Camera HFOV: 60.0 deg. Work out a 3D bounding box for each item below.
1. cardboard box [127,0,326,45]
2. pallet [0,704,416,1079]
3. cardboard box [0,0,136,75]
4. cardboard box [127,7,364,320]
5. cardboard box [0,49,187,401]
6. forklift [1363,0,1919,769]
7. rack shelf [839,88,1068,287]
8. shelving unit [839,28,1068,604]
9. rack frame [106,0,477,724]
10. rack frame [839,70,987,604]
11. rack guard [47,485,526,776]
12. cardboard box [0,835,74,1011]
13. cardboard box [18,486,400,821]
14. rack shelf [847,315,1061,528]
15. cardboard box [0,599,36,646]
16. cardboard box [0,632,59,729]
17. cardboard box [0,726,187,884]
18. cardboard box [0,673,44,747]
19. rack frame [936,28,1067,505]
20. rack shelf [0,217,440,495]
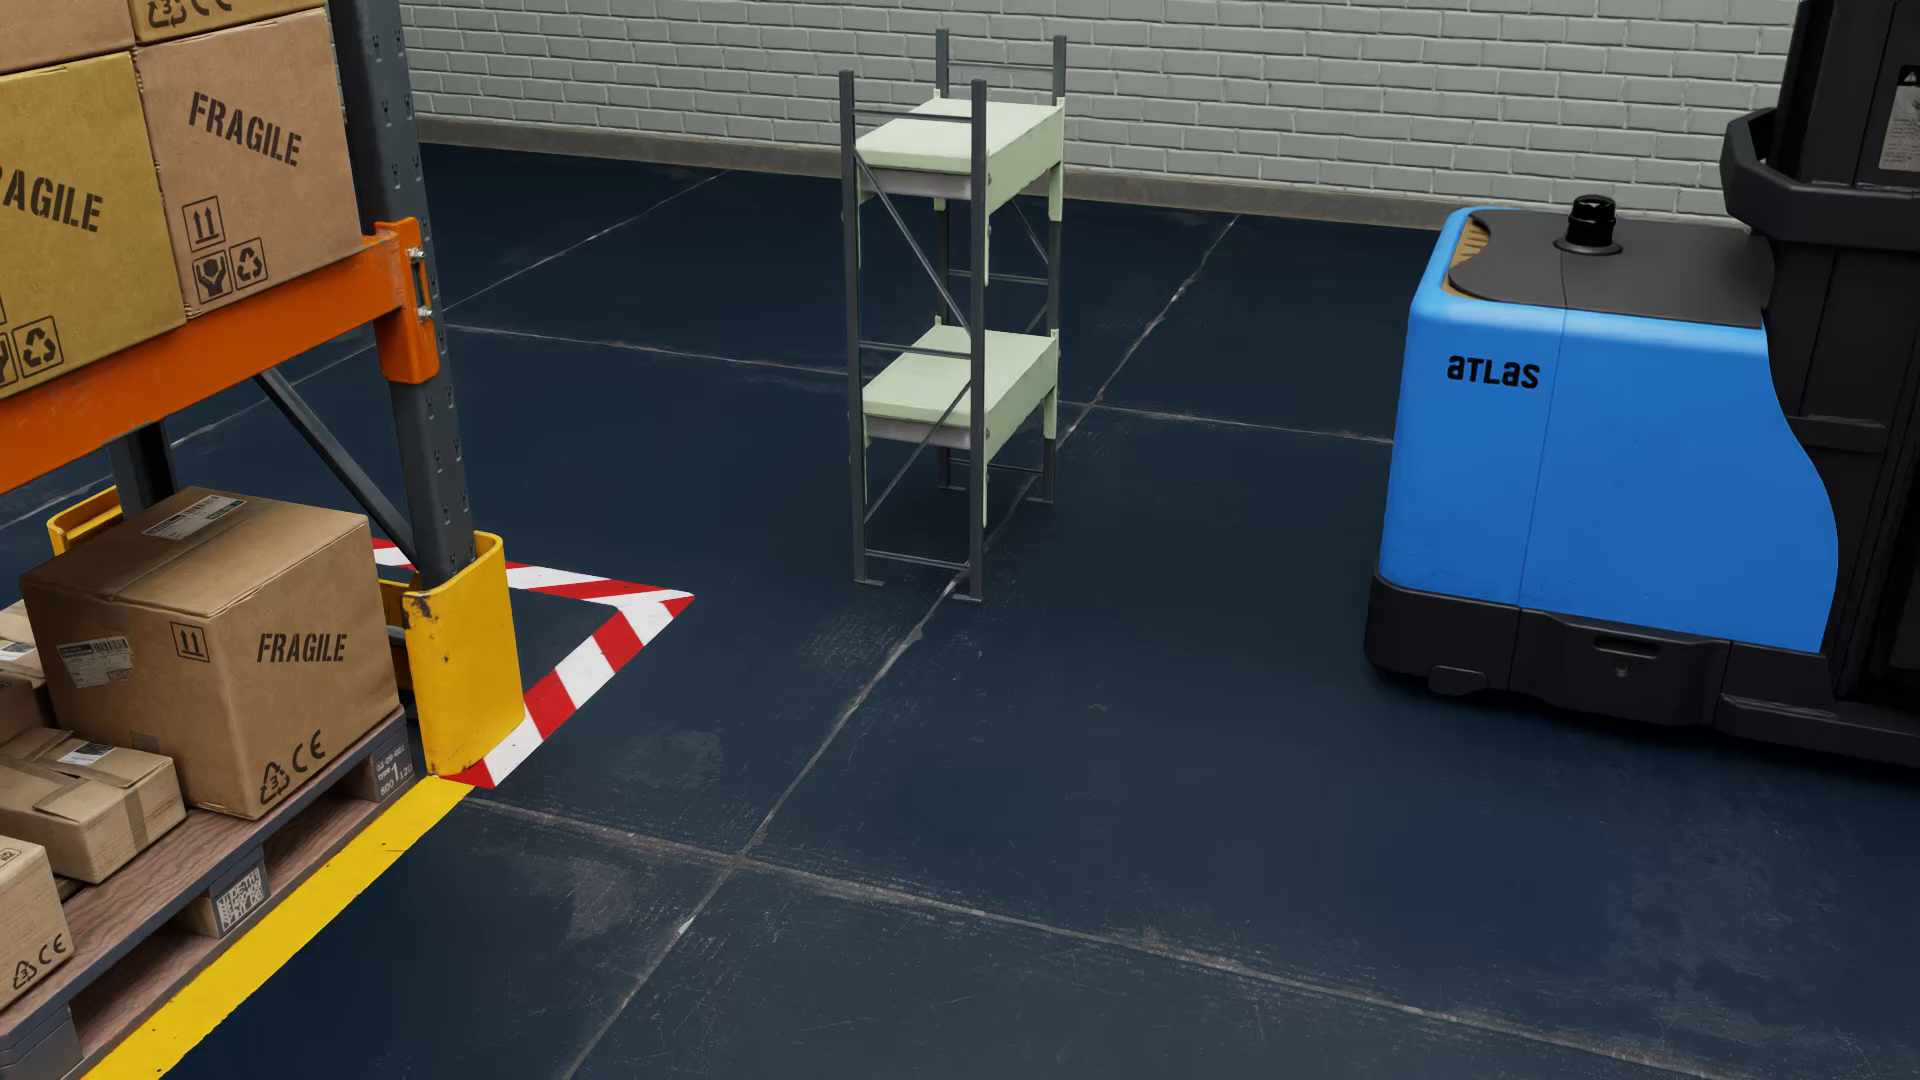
[{"bbox_3d":[-1.579,-1.225,3.075,0.500,0.500,0.500,9,27,17],"label":"cardboard box"},{"bbox_3d":[-1.979,0.662,3.641,1.003,0.211,1.213,9,27,17],"label":"pallet"},{"bbox_3d":[-1.746,-1.017,2.646,0.500,0.500,0.500,10,27,19],"label":"cardboard box"},{"bbox_3d":[-1.582,-0.774,3.291,0.500,0.500,0.500,10,27,19],"label":"cardboard box"},{"bbox_3d":[-1.751,-0.560,2.850,0.500,0.500,0.500,9,27,18],"label":"cardboard box"},{"bbox_3d":[2.655,-0.906,3.758,3.031,2.935,1.130,9,27,18],"label":"forklift"},{"bbox_3d":[-0.002,-1.024,4.747,0.431,0.370,0.720,9,27,17],"label":"rack shelf"},{"bbox_3d":[-0.002,-0.672,4.917,0.431,1.500,0.755,9,27,17],"label":"shelving unit"},{"bbox_3d":[-1.690,-0.952,3.775,1.000,3.000,0.127,9,27,17],"label":"rack frame"},{"bbox_3d":[-0.124,-0.522,4.607,0.400,1.500,0.023,9,27,17],"label":"rack frame"},{"bbox_3d":[-1.715,0.204,4.255,1.175,0.500,0.348,9,27,17],"label":"rack guard"},{"bbox_3d":[-1.983,0.732,2.946,0.500,0.250,0.500,9,27,17],"label":"cardboard box"},{"bbox_3d":[-1.638,0.234,3.688,0.500,0.500,0.500,9,27,17],"label":"cardboard box"},{"bbox_3d":[-0.002,-0.379,5.060,0.431,0.370,0.720,9,27,17],"label":"rack shelf"},{"bbox_3d":[-2.153,0.255,4.048,0.380,0.149,0.250,9,27,17],"label":"cardboard box"},{"bbox_3d":[-2.236,0.350,3.832,0.380,0.166,0.250,9,27,17],"label":"cardboard box"},{"bbox_3d":[-1.858,0.537,3.444,0.380,0.166,0.250,9,27,17],"label":"cardboard box"},{"bbox_3d":[-2.305,0.475,3.477,0.500,0.250,0.500,9,27,17],"label":"cardboard box"},{"bbox_3d":[0.120,-0.823,5.228,0.400,1.500,0.023,9,27,17],"label":"rack frame"},{"bbox_3d":[-2.355,0.193,2.234,1.077,0.370,4.000,9,27,17],"label":"rack shelf"}]
